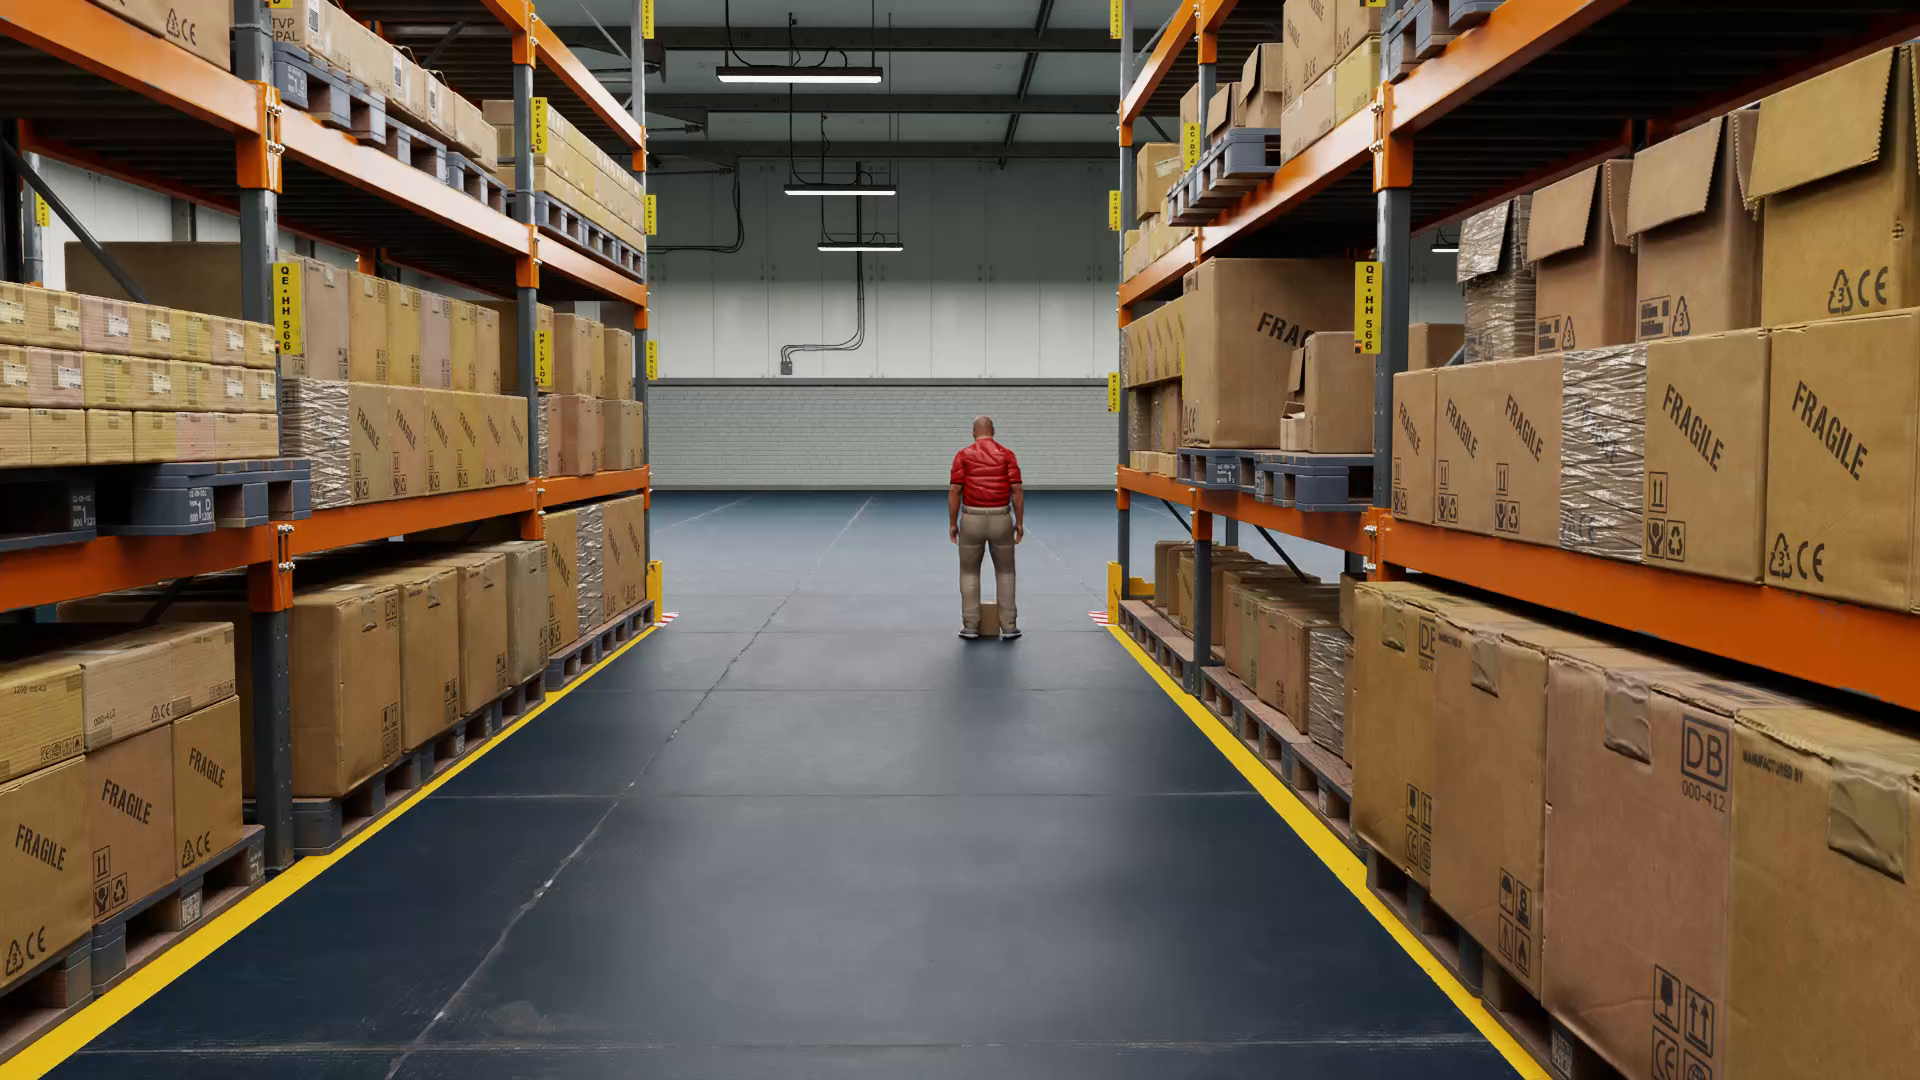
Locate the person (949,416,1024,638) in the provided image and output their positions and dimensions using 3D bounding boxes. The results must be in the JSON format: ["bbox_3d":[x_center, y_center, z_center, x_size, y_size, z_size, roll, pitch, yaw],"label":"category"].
[{"bbox_3d":[0.205,-0.102,12.919,0.585,1.726,0.396,0,4,-1],"label":"person"}]
